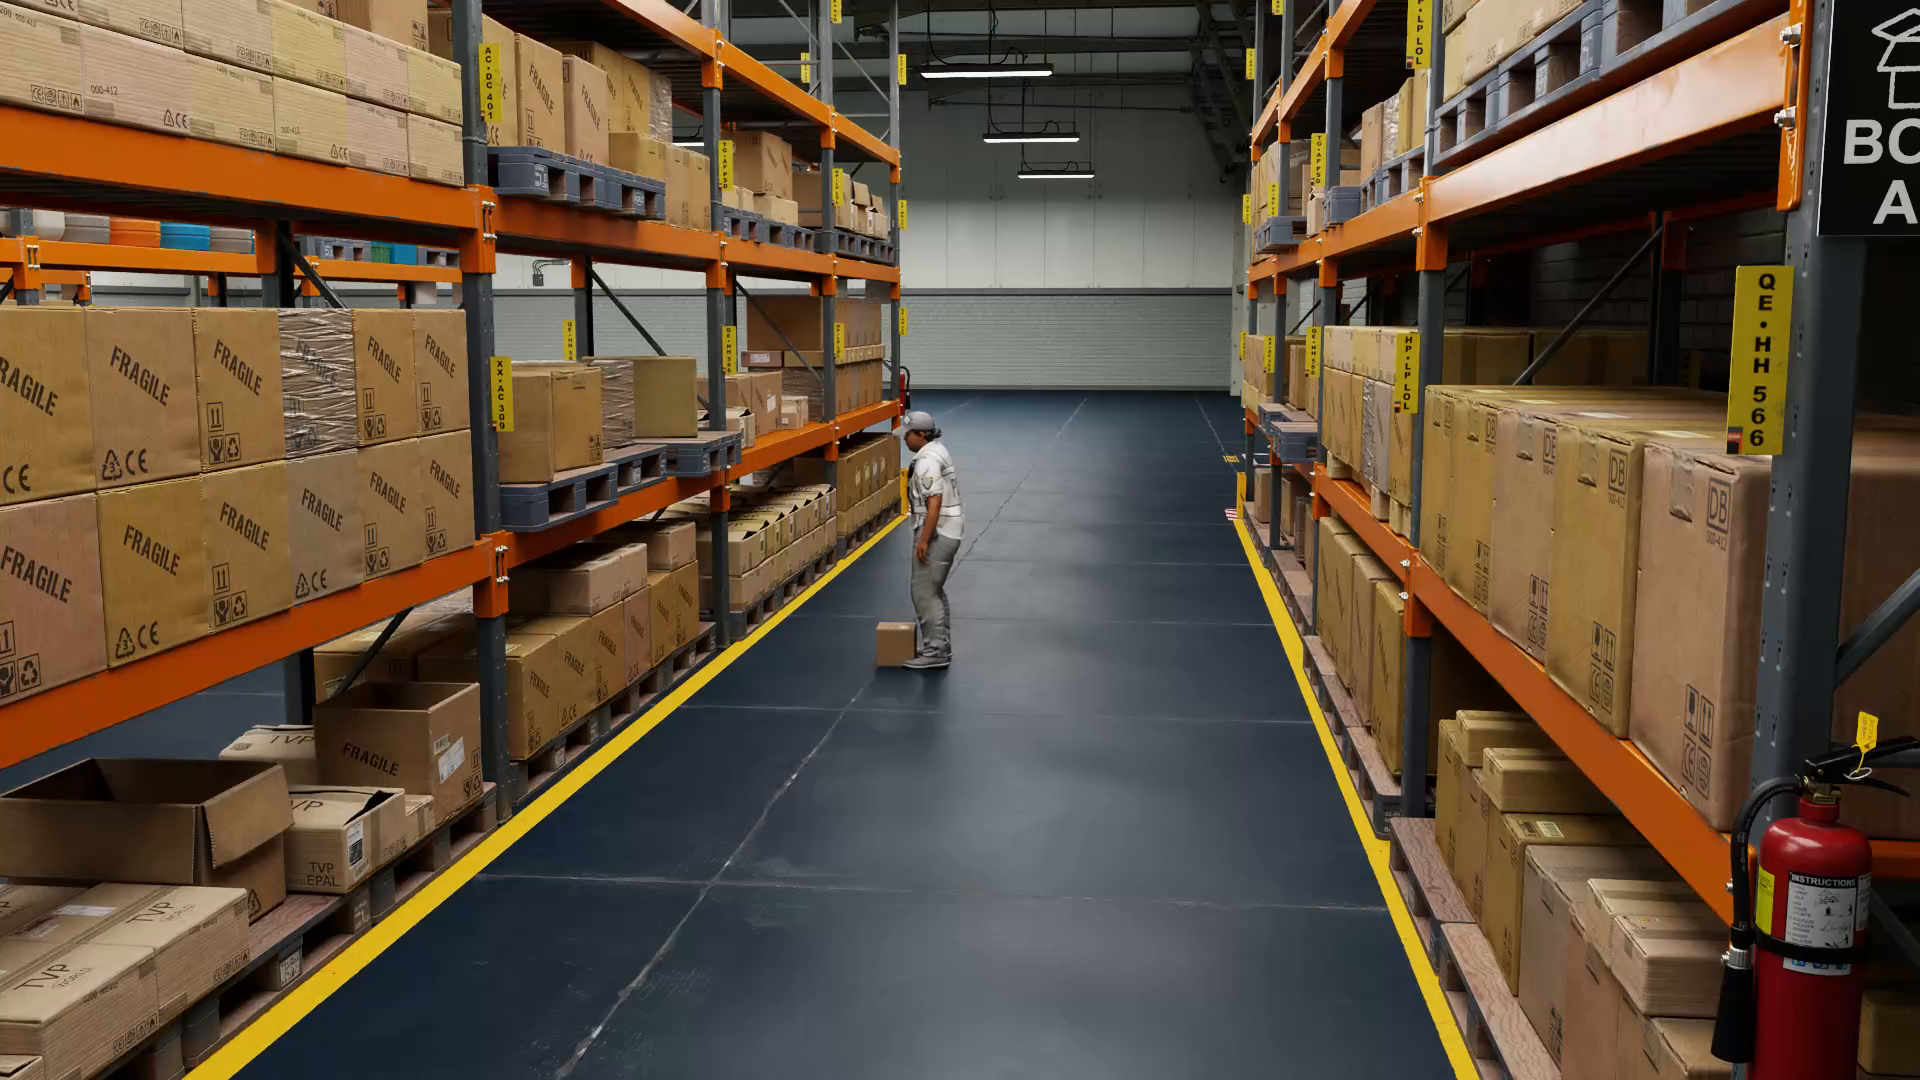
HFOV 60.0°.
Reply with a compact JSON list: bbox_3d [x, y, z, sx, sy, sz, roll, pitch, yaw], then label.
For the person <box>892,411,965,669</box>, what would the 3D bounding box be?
[{"bbox_3d":[-0.203,-0.011,10.857,0.473,1.666,0.550,1,8,5],"label":"person"}]
